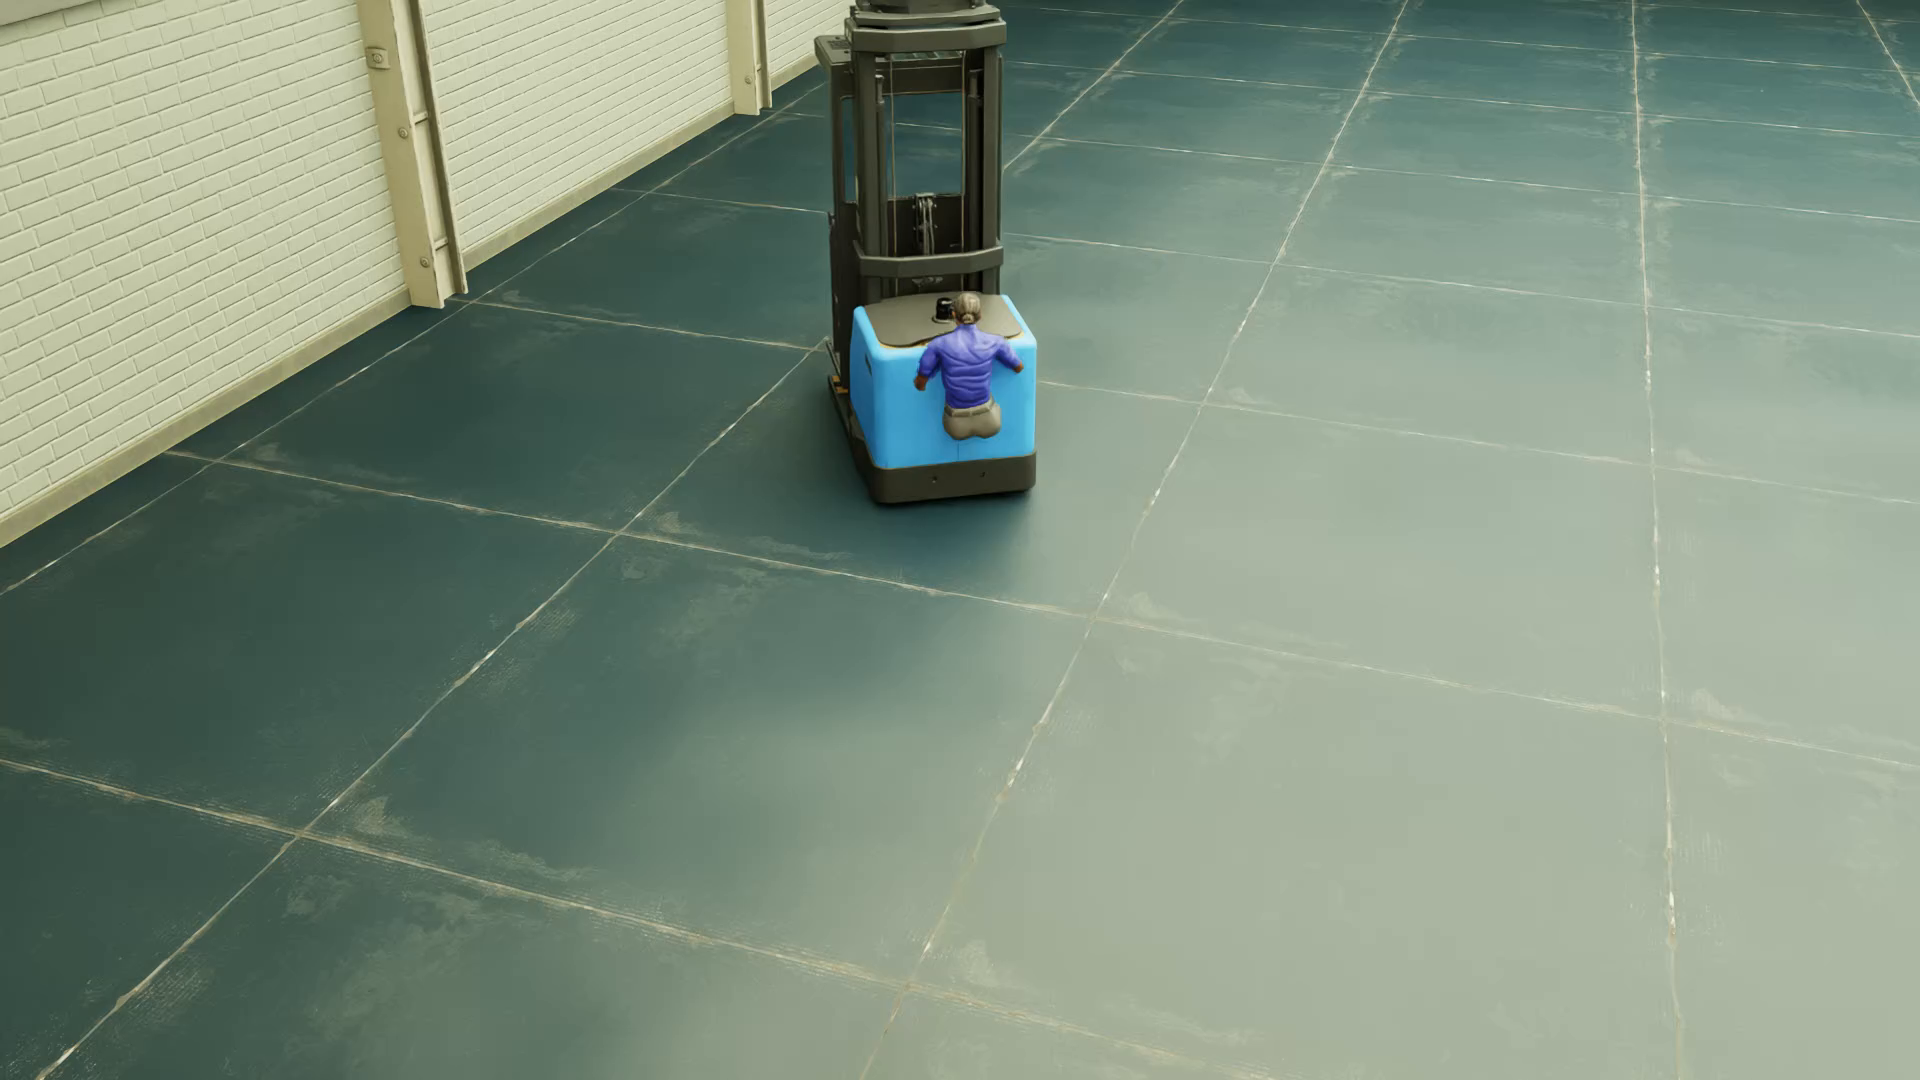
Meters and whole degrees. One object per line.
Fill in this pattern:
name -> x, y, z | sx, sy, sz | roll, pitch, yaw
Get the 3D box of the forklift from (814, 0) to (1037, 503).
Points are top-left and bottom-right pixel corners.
forklift -> -0.327, -2.217, 11.026 | 1.130, 2.935, 3.031 | -6, 30, -10

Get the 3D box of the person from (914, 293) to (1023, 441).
person -> 0.040, -0.899, 10.366 | 0.686, 1.465, 0.838 | -3, 30, -5
